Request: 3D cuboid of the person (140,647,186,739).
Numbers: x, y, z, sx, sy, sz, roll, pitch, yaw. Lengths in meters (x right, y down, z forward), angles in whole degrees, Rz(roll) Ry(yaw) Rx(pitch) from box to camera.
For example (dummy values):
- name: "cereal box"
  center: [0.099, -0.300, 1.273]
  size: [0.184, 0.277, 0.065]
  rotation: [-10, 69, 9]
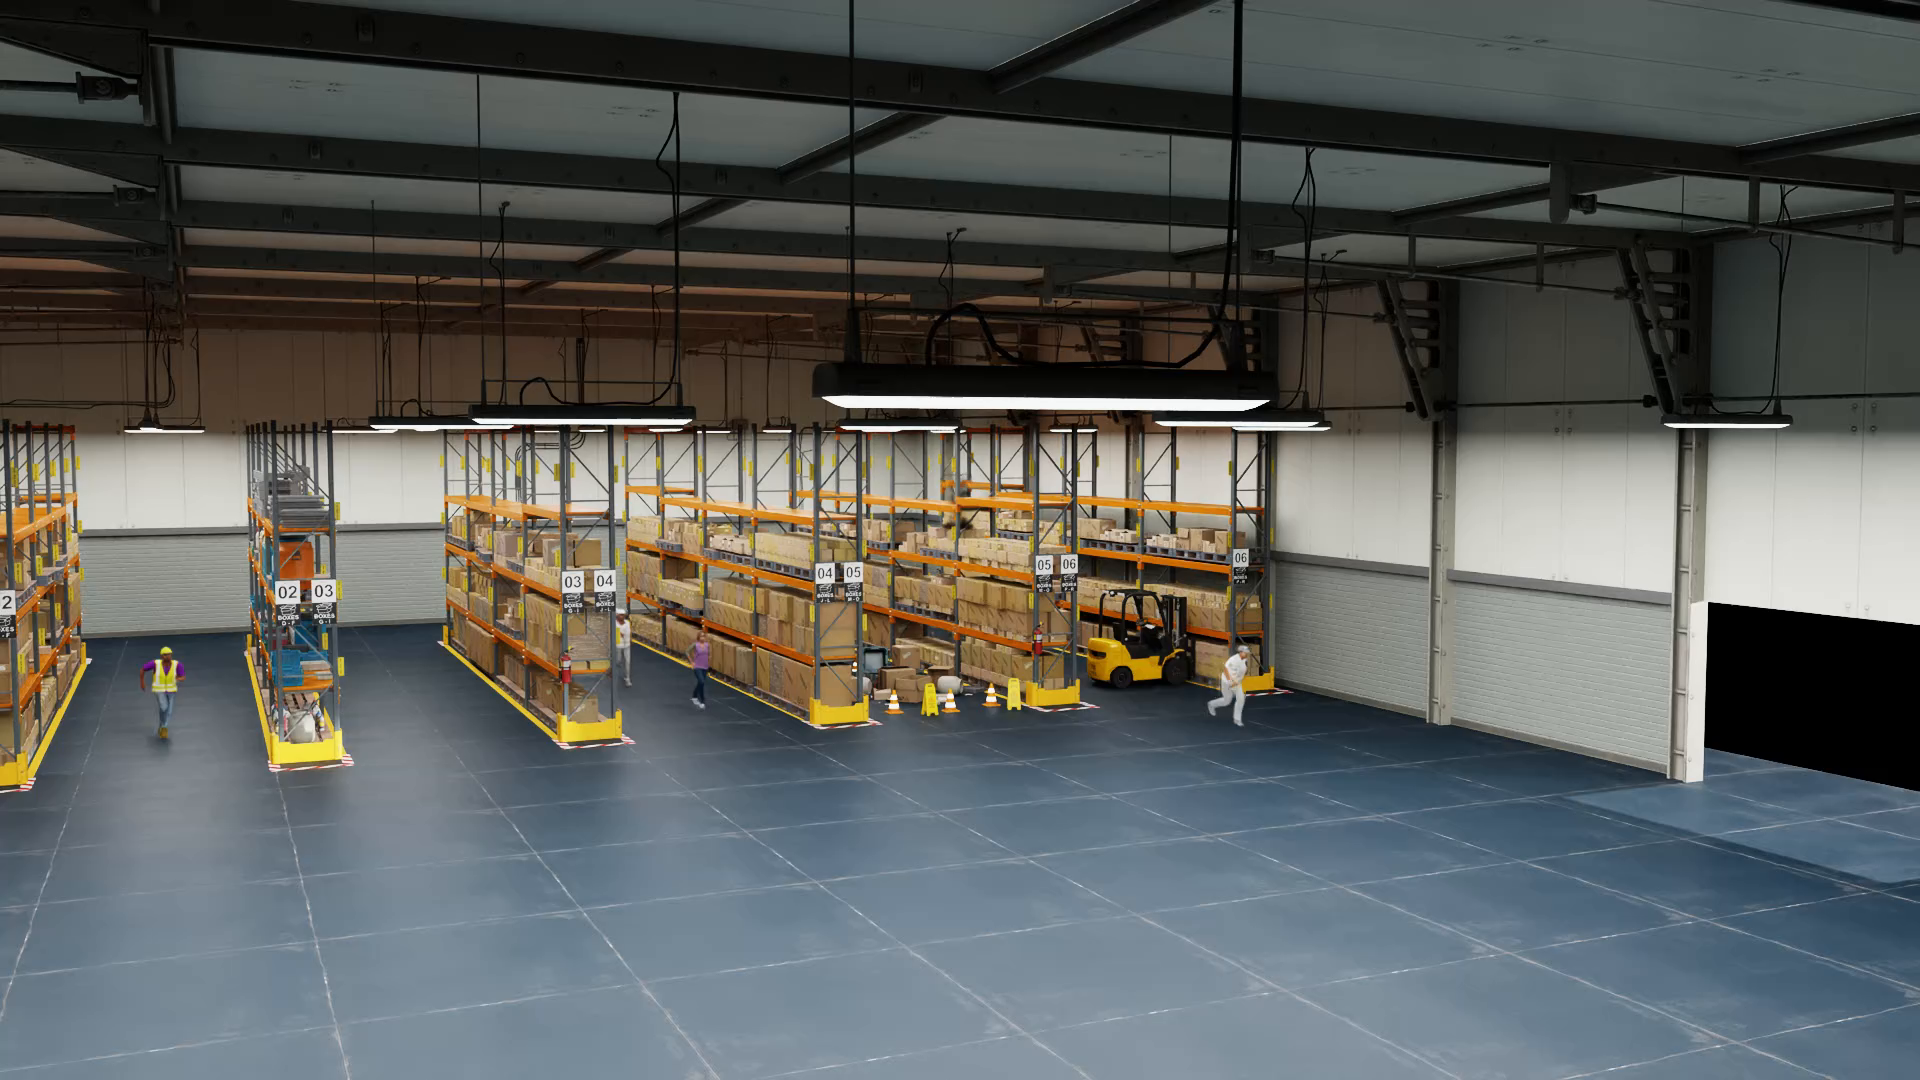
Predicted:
- name: "person"
  center: [-15.019, 2.879, 31.390]
  size: [0.736, 1.734, 0.798]
  rotation: [-3, 5, -38]

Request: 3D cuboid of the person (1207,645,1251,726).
- name: "person"
  center: [5.383, 2.880, 33.171]
  size: [0.966, 1.625, 0.615]
  rotation: [3, 5, 38]

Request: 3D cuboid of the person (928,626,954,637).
- name: "person"
  center: [-0.551, 1.930, 46.647]
  size: [0.658, 1.779, 1.126]
  rotation: [-3, 4, -36]

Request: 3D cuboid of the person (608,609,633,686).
- name: "person"
  center: [-7.775, 2.442, 38.053]
  size: [0.720, 1.751, 0.926]
  rotation: [-3, 5, -41]

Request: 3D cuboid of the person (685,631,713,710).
- name: "person"
  center: [-5.466, 2.737, 35.007]
  size: [0.522, 1.647, 0.736]
  rotation: [-3, 5, -40]
